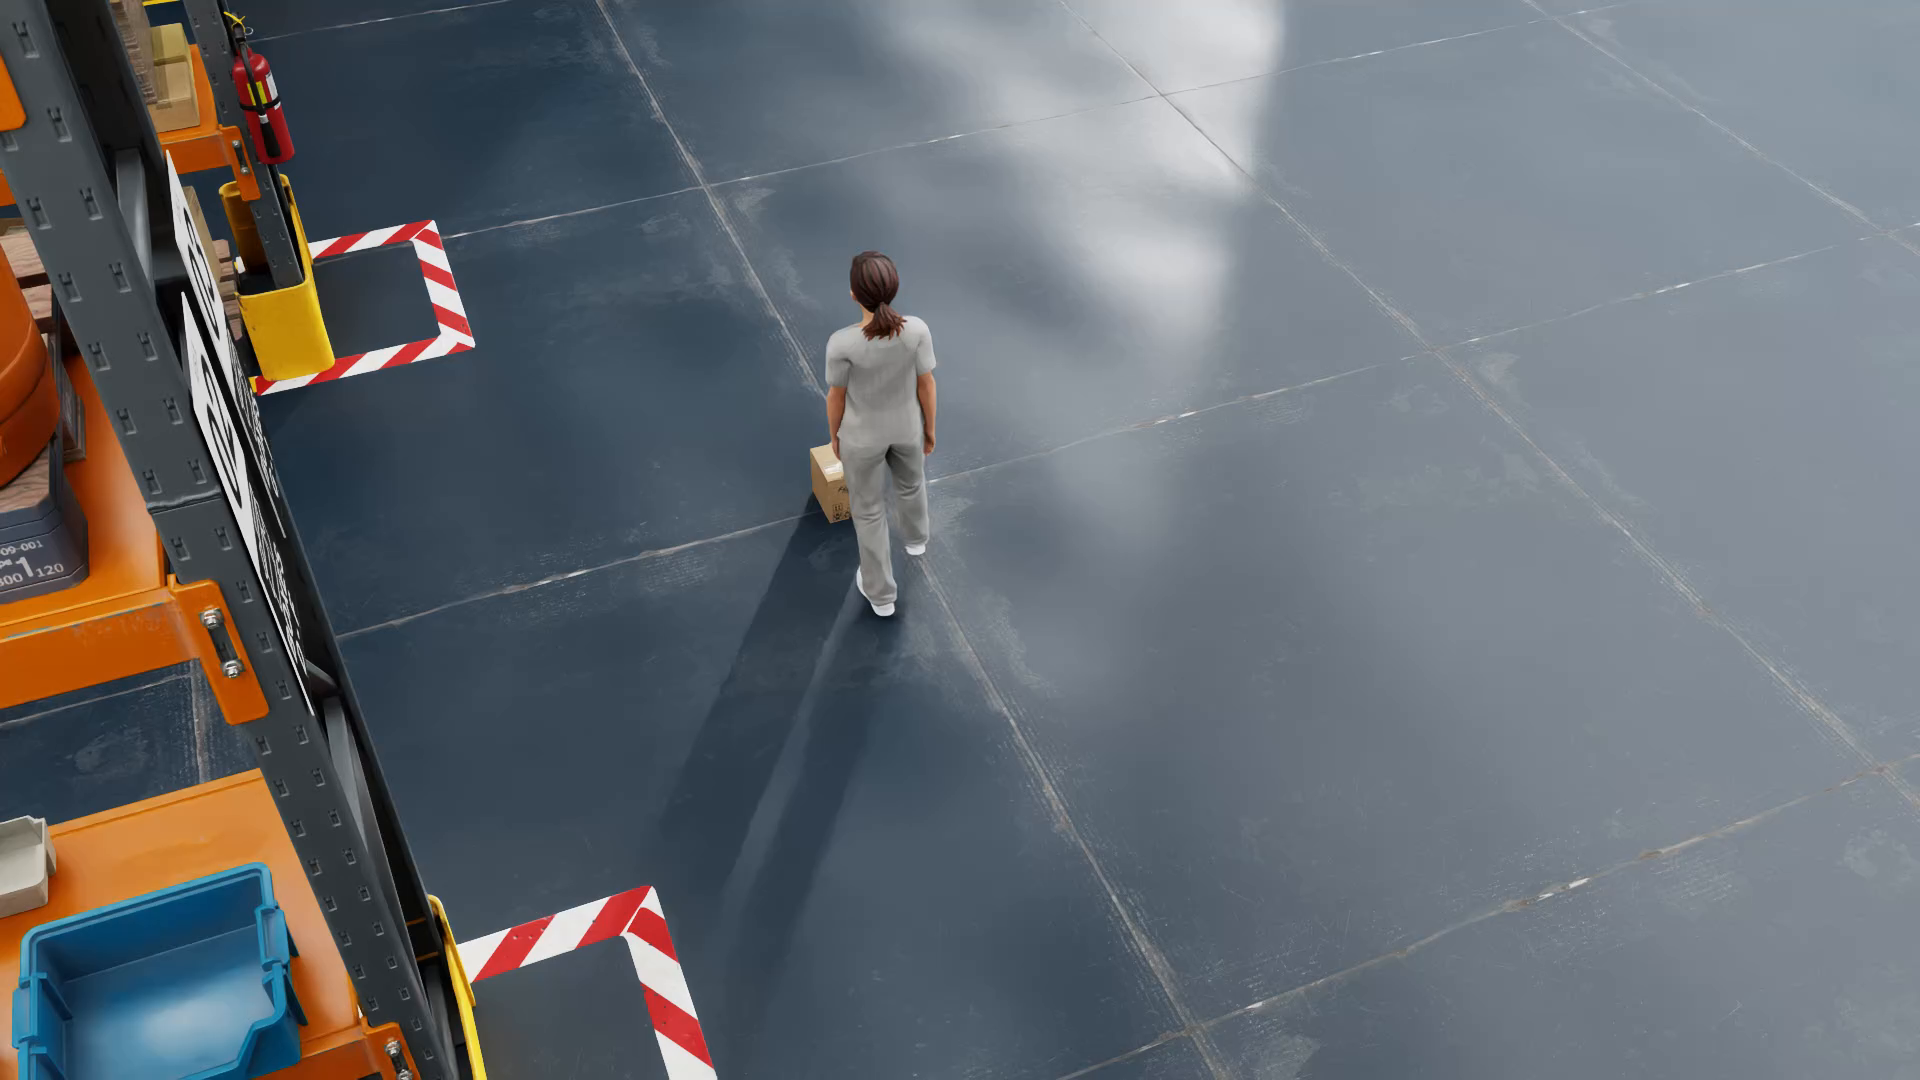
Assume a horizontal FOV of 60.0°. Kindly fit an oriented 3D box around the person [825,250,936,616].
[{"bbox_3d":[-0.331,-0.499,6.707,0.479,1.667,0.613,-14,44,-15],"label":"person"}]
